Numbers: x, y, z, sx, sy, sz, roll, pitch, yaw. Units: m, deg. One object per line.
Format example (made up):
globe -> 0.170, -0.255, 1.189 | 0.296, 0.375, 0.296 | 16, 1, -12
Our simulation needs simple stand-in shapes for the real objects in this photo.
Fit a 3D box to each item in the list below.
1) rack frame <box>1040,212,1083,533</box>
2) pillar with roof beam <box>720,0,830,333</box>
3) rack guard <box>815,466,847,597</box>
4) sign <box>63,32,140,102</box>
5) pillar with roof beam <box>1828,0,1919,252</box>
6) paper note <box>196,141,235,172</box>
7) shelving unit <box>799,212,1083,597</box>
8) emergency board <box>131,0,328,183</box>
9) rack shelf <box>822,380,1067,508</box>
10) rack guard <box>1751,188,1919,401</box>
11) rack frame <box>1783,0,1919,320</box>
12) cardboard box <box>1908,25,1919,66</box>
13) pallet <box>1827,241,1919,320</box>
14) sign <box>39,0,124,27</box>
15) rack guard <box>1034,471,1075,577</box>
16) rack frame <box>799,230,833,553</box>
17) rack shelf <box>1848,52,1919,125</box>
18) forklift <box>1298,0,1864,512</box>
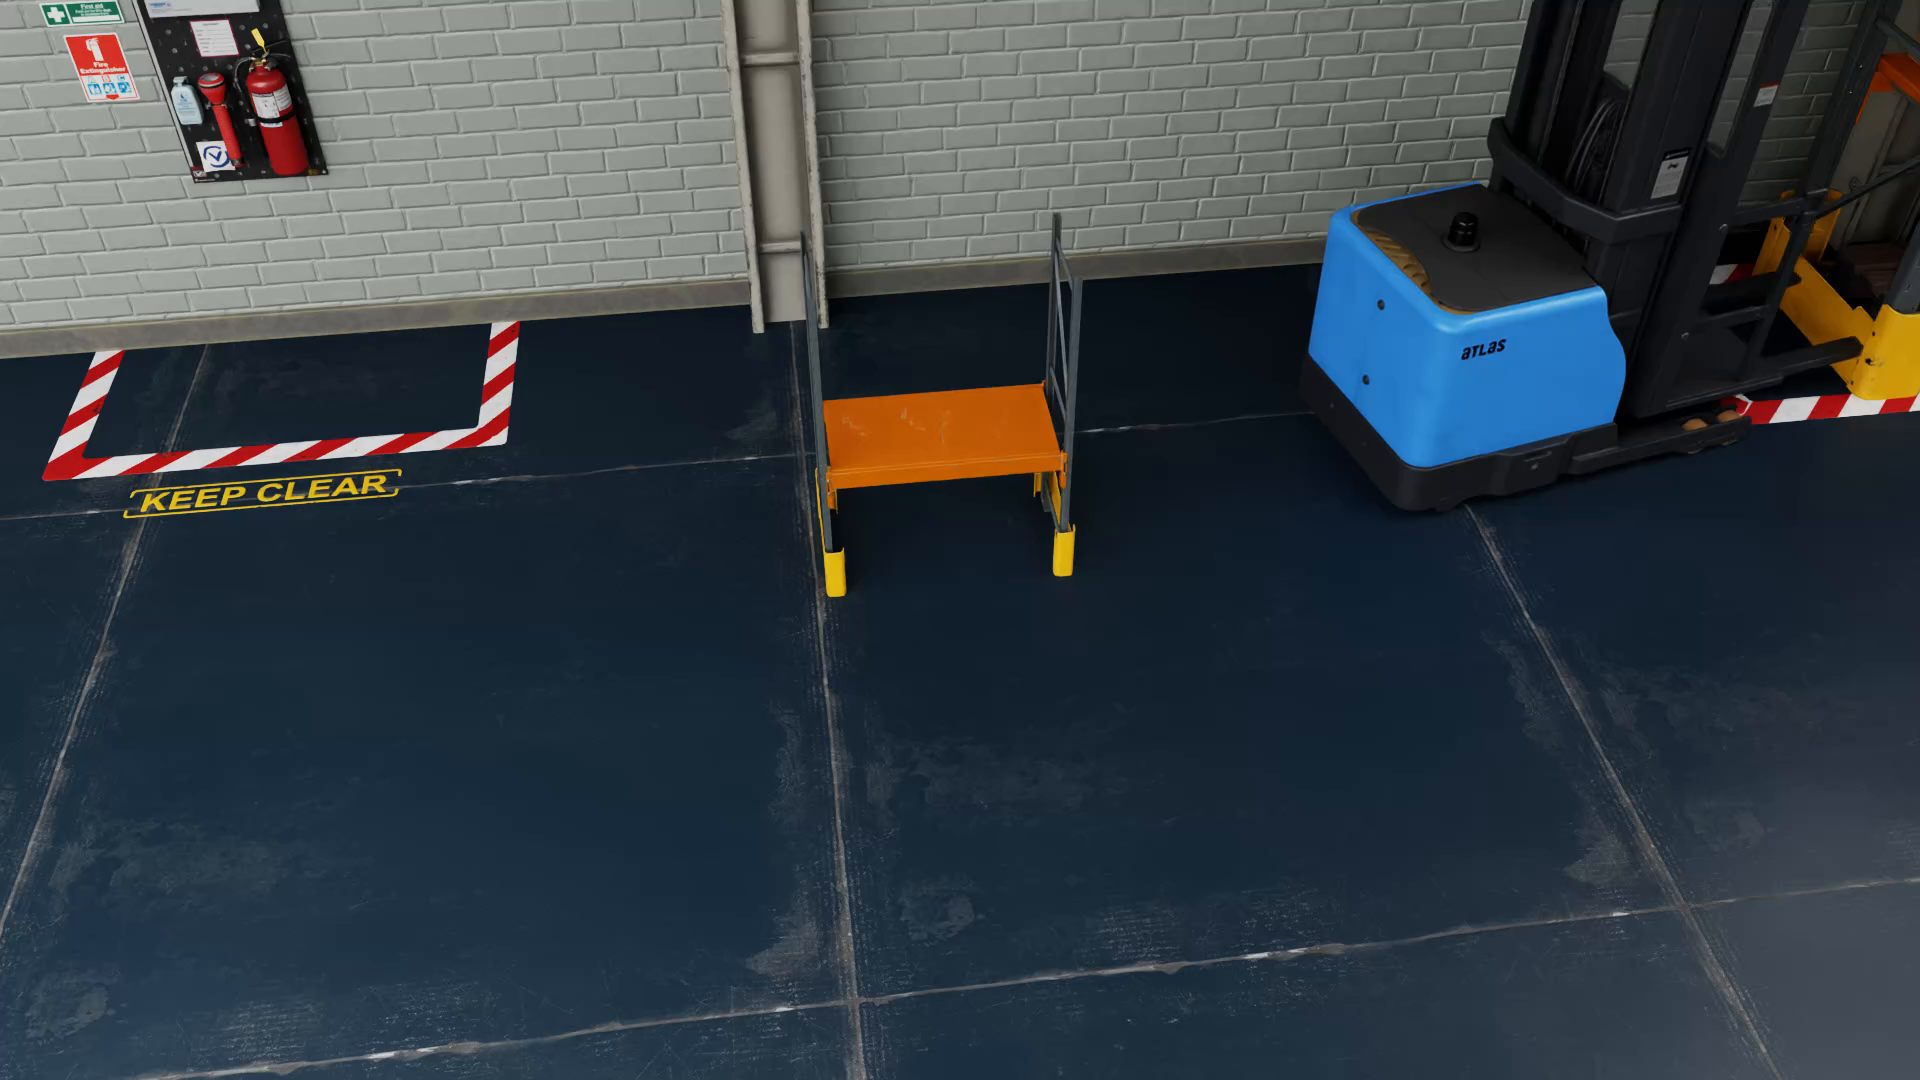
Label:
rack frame -> 0.419, -0.594, 7.004 | 0.032, 1.500, 0.500 | -5, 42, -6
pillar with roof beam -> -0.340, -1.679, 2.608 | 0.400, 9.000, 9.100 | -5, 42, -6
rack guard -> -0.569, -0.043, 7.326 | 0.087, 0.250, 0.587 | -5, 42, -6
sign -> -3.915, -2.155, 7.588 | 0.234, 0.329, 0.001 | -5, 42, -6
pillar with roof beam -> 5.609, -2.200, 3.185 | 0.400, 9.000, 9.100 | -5, 42, -6
paper note -> -3.538, -1.824, 7.906 | 0.142, 0.148, 0.016 | -5, 42, -6
shelving unit -> -0.076, -0.550, 6.955 | 1.083, 1.500, 0.587 | -5, 42, -6
emergency board -> -3.354, -2.121, 7.577 | 0.643, 1.169, 0.194 | -5, 42, -6
rack shelf -> -0.085, -0.416, 7.075 | 1.000, 0.185, 0.538 | -5, 42, -6
rack guard -> 4.544, -1.274, 8.505 | 0.348, 0.500, 1.175 | -5, 42, -6
rack frame -> 4.469, -2.196, 7.660 | 0.127, 3.000, 1.000 | -5, 42, -6
cardboard box -> 4.907, -2.317, 7.891 | 0.500, 0.250, 0.500 | -4, 42, -5
pallet -> 5.355, -1.214, 8.654 | 1.213, 0.211, 1.003 | -5, 42, -6
sign -> -3.910, -2.346, 7.404 | 0.331, 0.109, 0.001 | -5, 42, -6
rack guard -> 0.418, -0.129, 7.422 | 0.087, 0.250, 0.587 | -5, 42, -6
rack frame -> -0.589, -0.505, 6.906 | 0.032, 1.500, 0.500 | -5, 42, -6
rack shelf -> 6.452, -2.102, 8.094 | 4.000, 0.370, 1.077 | -5, 42, -6
forklift -> 3.234, -1.820, 7.294 | 3.031, 2.935, 1.130 | -14, 44, -15
